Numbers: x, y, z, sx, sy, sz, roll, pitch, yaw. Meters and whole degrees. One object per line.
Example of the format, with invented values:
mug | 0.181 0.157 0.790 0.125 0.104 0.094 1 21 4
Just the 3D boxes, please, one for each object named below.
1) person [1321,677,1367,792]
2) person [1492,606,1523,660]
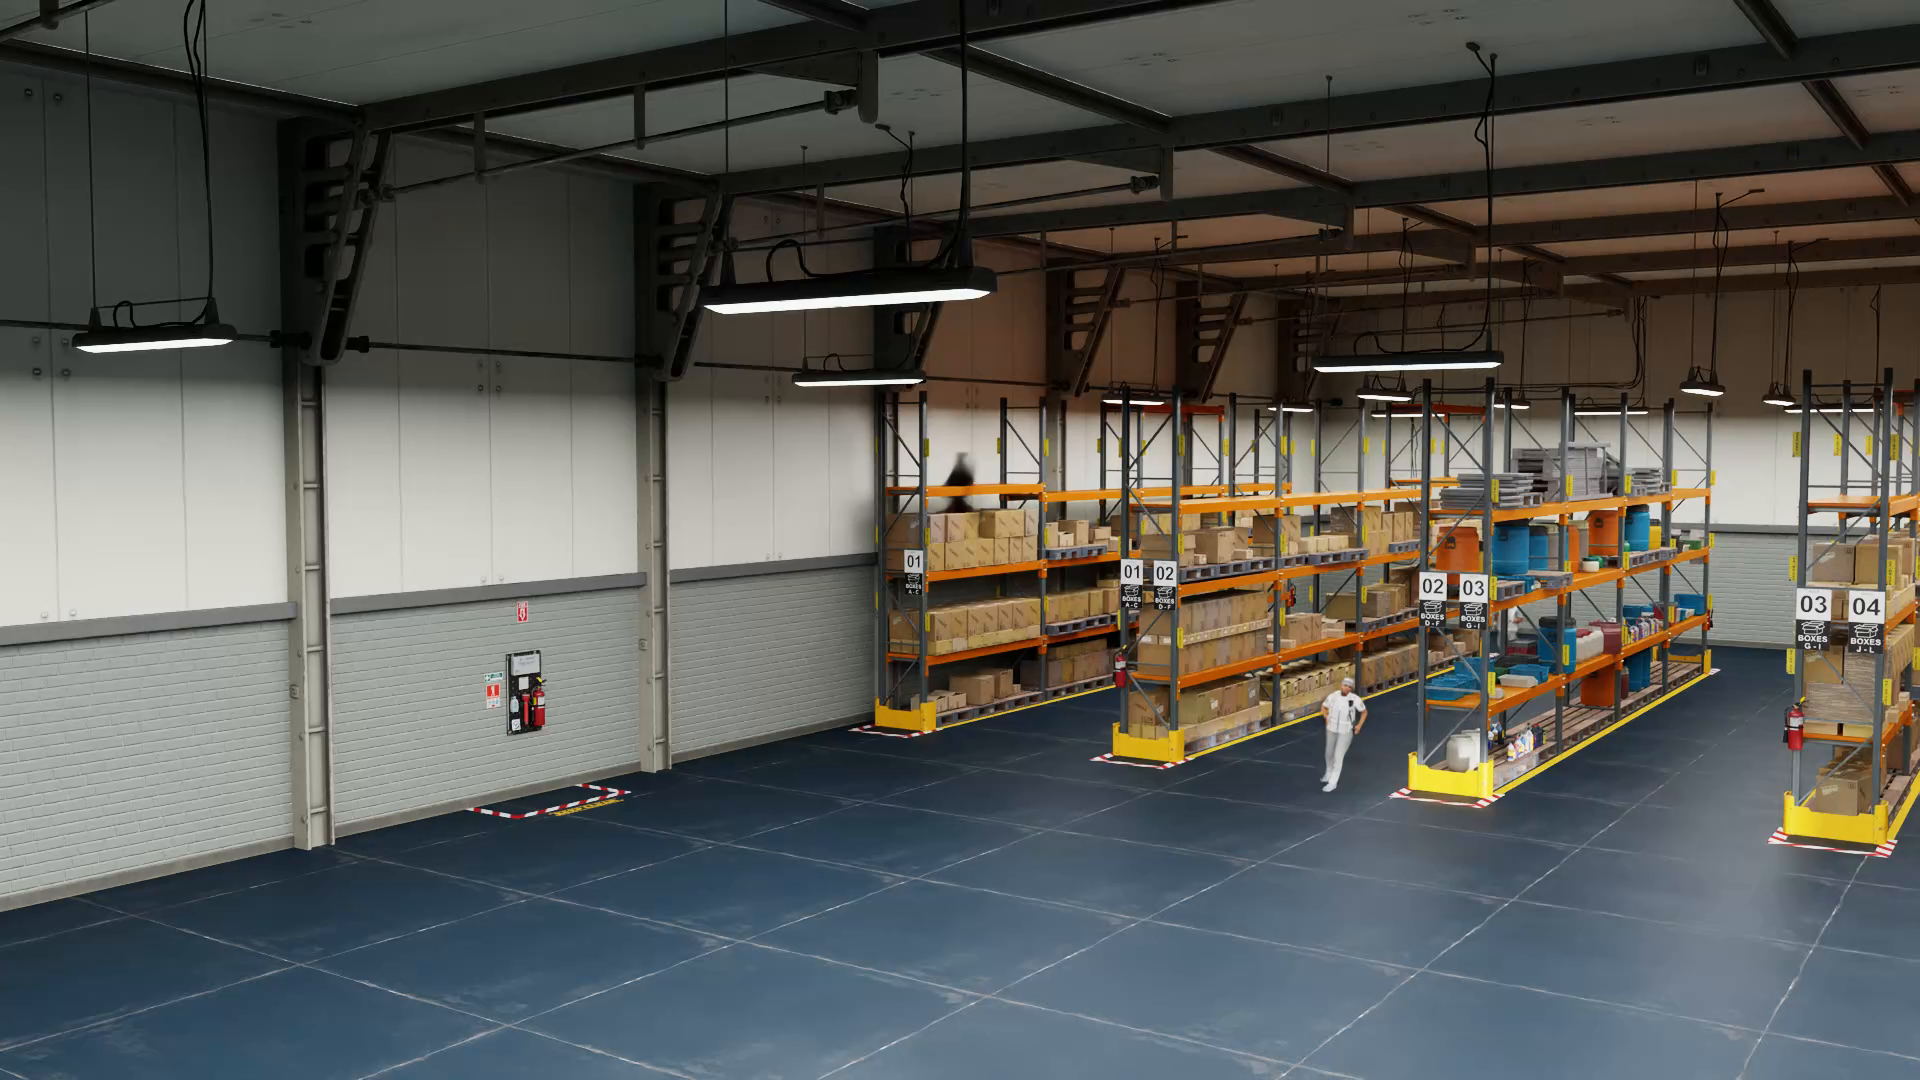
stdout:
person | 5.580 2.822 24.363 0.658 1.637 0.782 2 4 26
person | 12.213 2.050 37.142 0.662 1.789 0.715 2 4 26
